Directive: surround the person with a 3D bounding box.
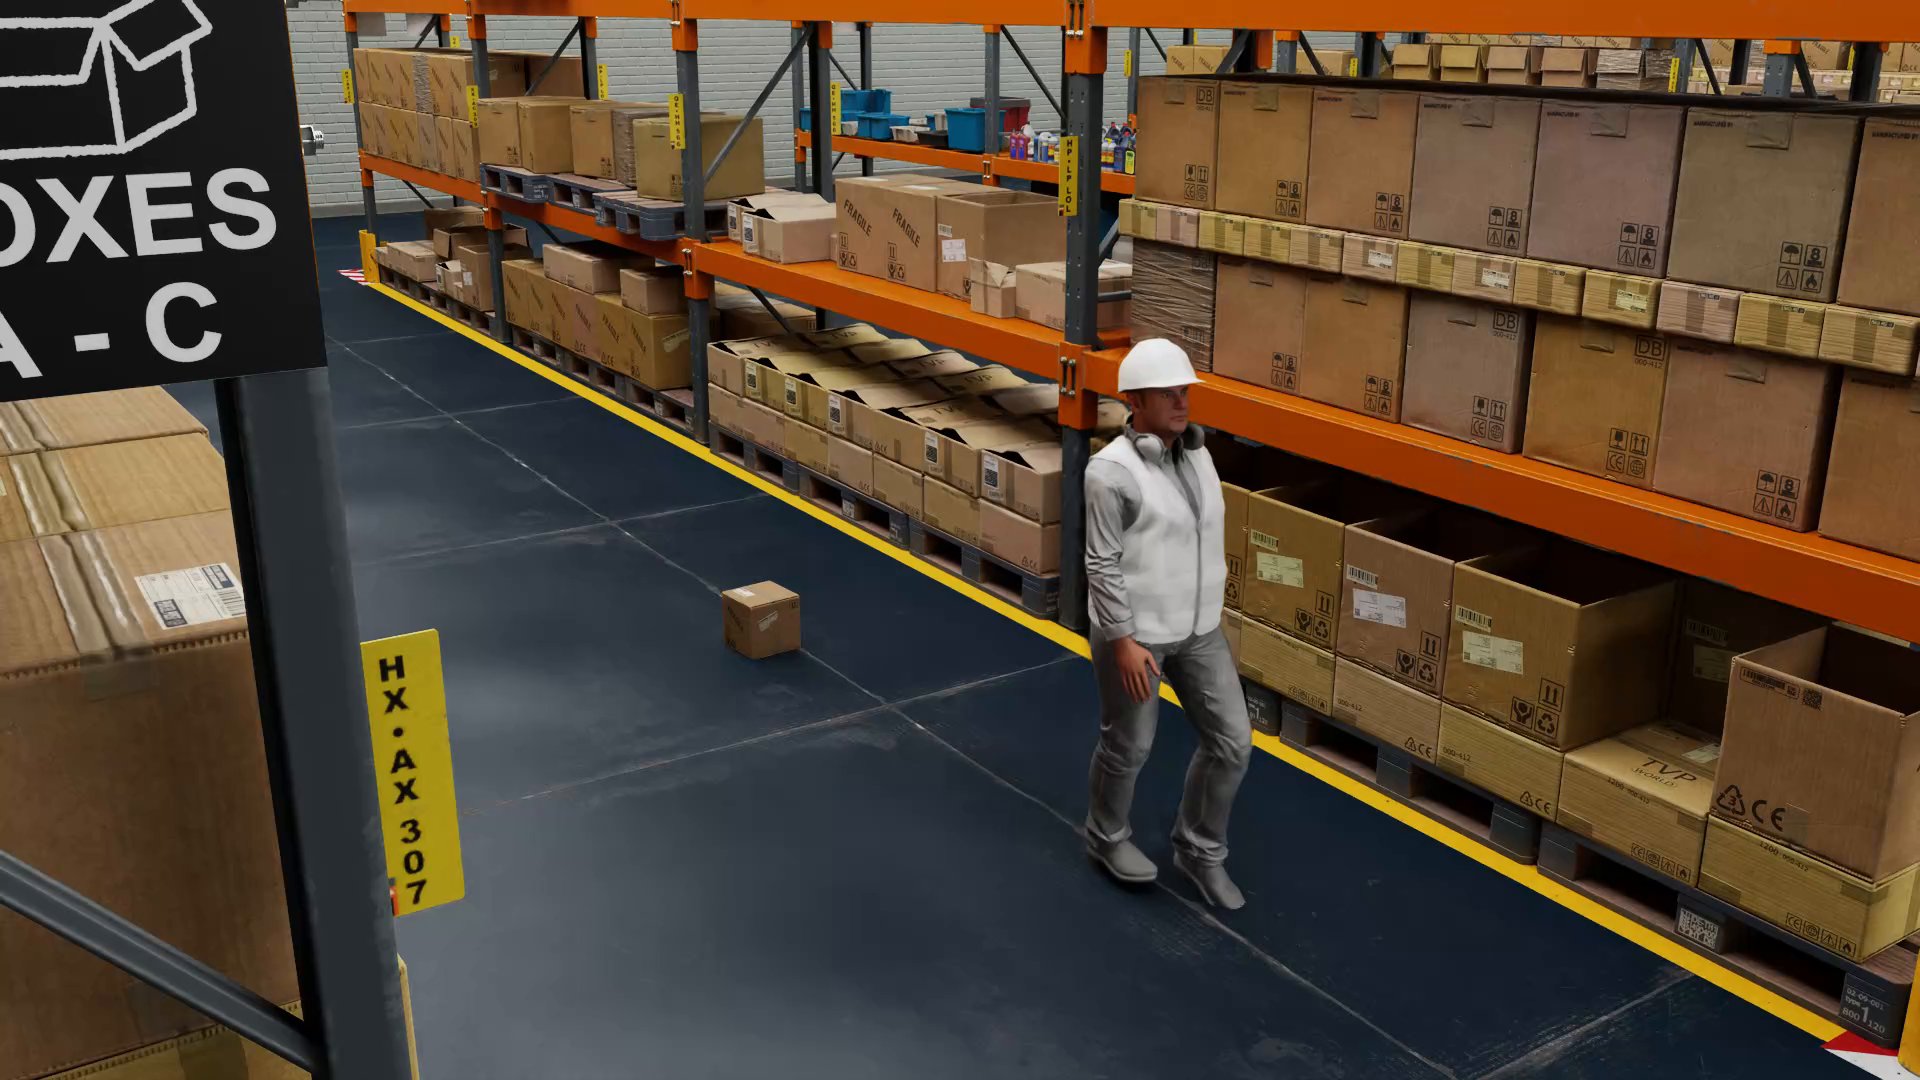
[{"bbox_3d":[0.614,0.301,5.134,0.570,1.840,0.553,-13,22,-34],"label":"person"}]
